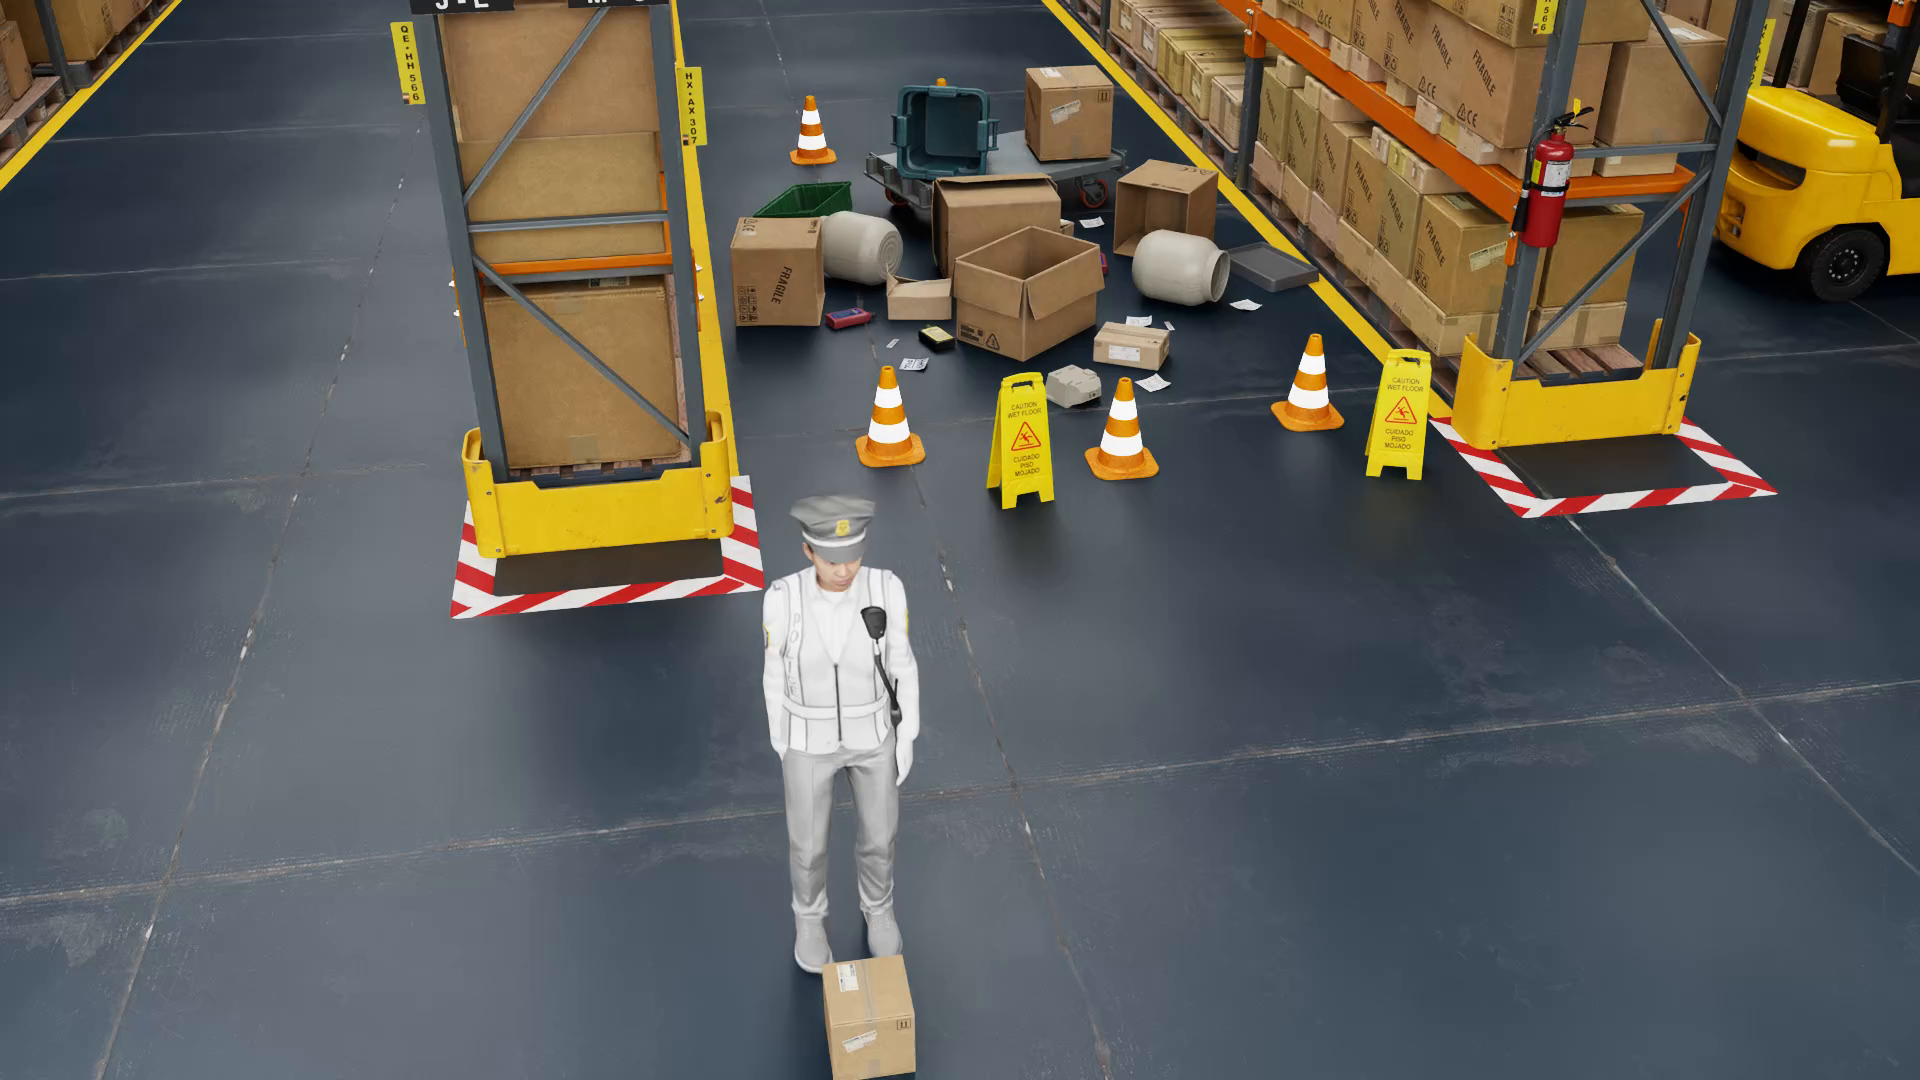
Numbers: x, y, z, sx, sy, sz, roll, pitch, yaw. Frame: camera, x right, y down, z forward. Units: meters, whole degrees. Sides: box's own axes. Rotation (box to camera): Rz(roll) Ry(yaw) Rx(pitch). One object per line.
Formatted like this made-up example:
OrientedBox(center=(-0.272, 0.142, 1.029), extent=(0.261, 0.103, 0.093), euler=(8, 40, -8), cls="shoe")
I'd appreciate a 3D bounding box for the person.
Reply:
OrientedBox(center=(-0.354, 0.620, 5.106), extent=(0.467, 1.680, 0.329), euler=(-5, 31, -8), cls="person")
